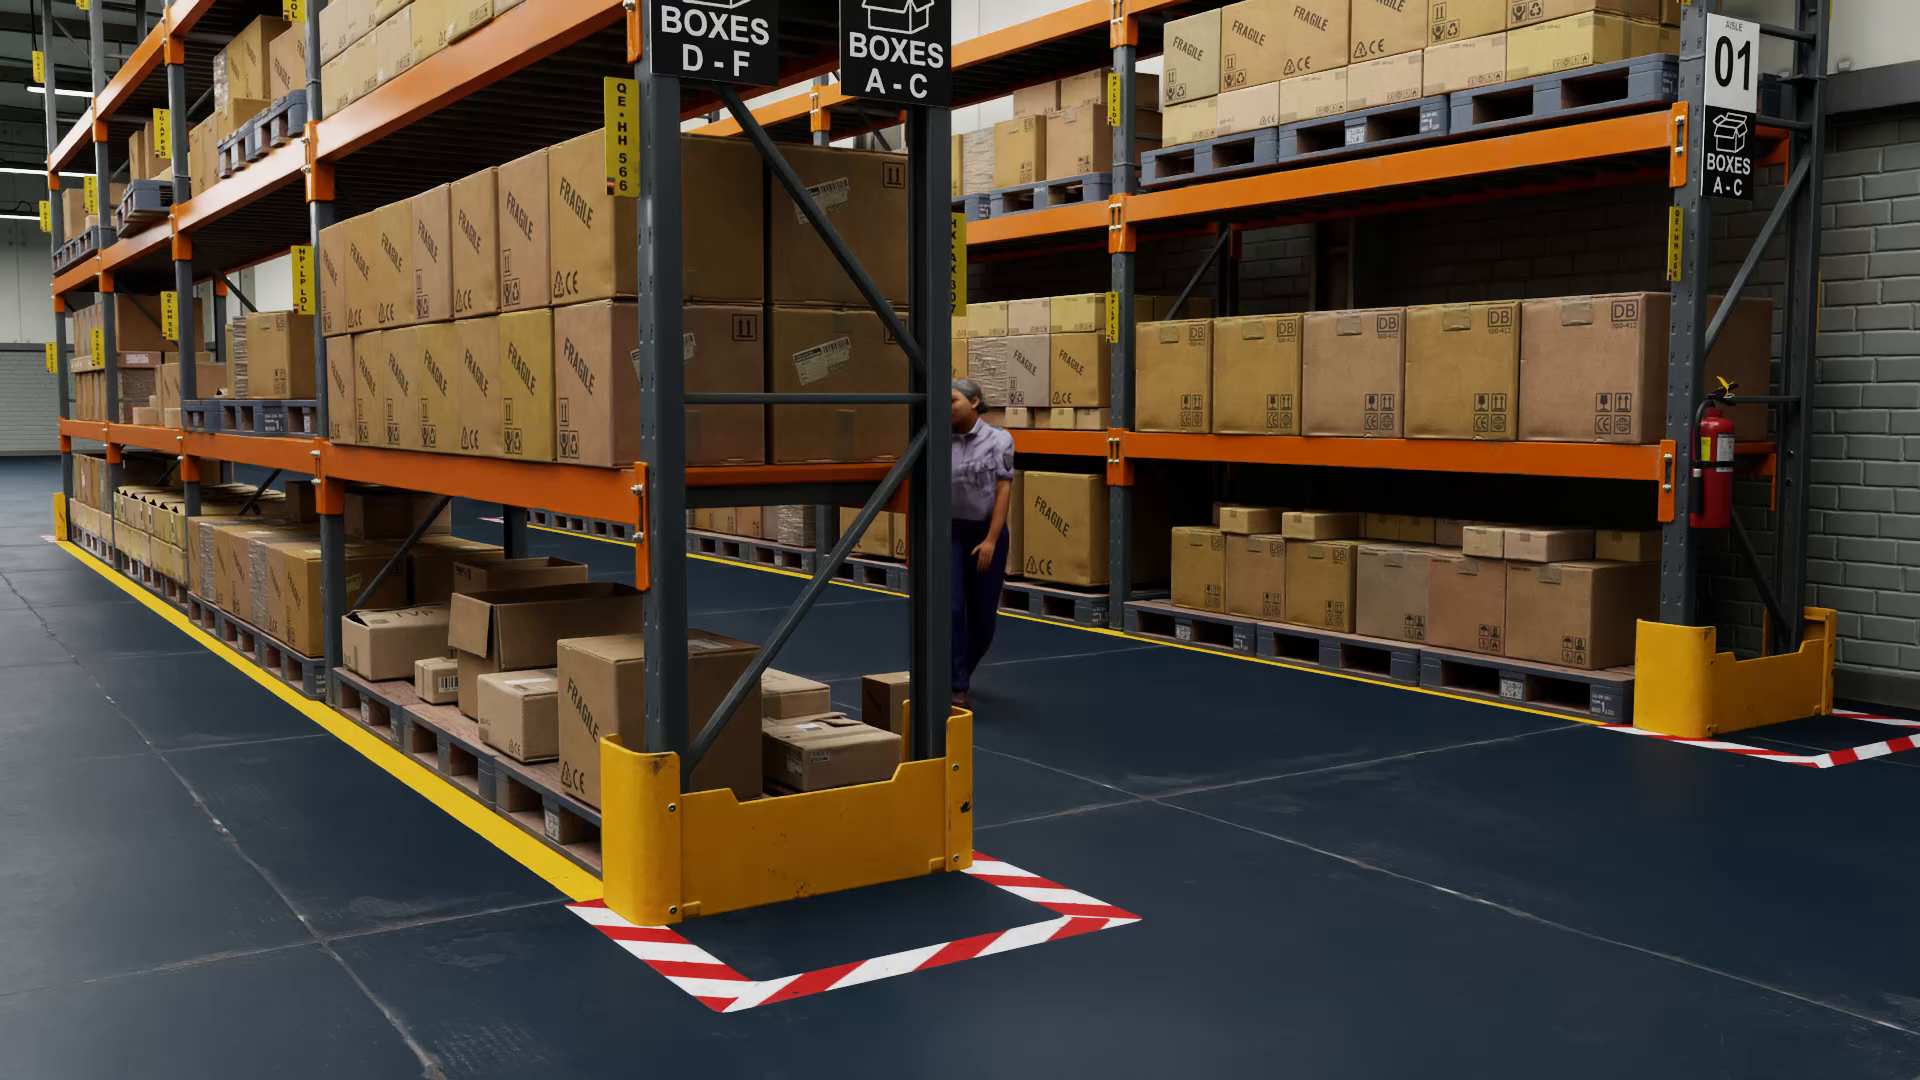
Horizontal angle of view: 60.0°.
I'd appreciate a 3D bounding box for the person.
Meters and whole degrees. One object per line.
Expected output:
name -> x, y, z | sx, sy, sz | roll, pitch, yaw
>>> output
person -> 0.045, 0.002, 8.208 | 0.474, 1.596, 0.770 | 1, 5, 9
